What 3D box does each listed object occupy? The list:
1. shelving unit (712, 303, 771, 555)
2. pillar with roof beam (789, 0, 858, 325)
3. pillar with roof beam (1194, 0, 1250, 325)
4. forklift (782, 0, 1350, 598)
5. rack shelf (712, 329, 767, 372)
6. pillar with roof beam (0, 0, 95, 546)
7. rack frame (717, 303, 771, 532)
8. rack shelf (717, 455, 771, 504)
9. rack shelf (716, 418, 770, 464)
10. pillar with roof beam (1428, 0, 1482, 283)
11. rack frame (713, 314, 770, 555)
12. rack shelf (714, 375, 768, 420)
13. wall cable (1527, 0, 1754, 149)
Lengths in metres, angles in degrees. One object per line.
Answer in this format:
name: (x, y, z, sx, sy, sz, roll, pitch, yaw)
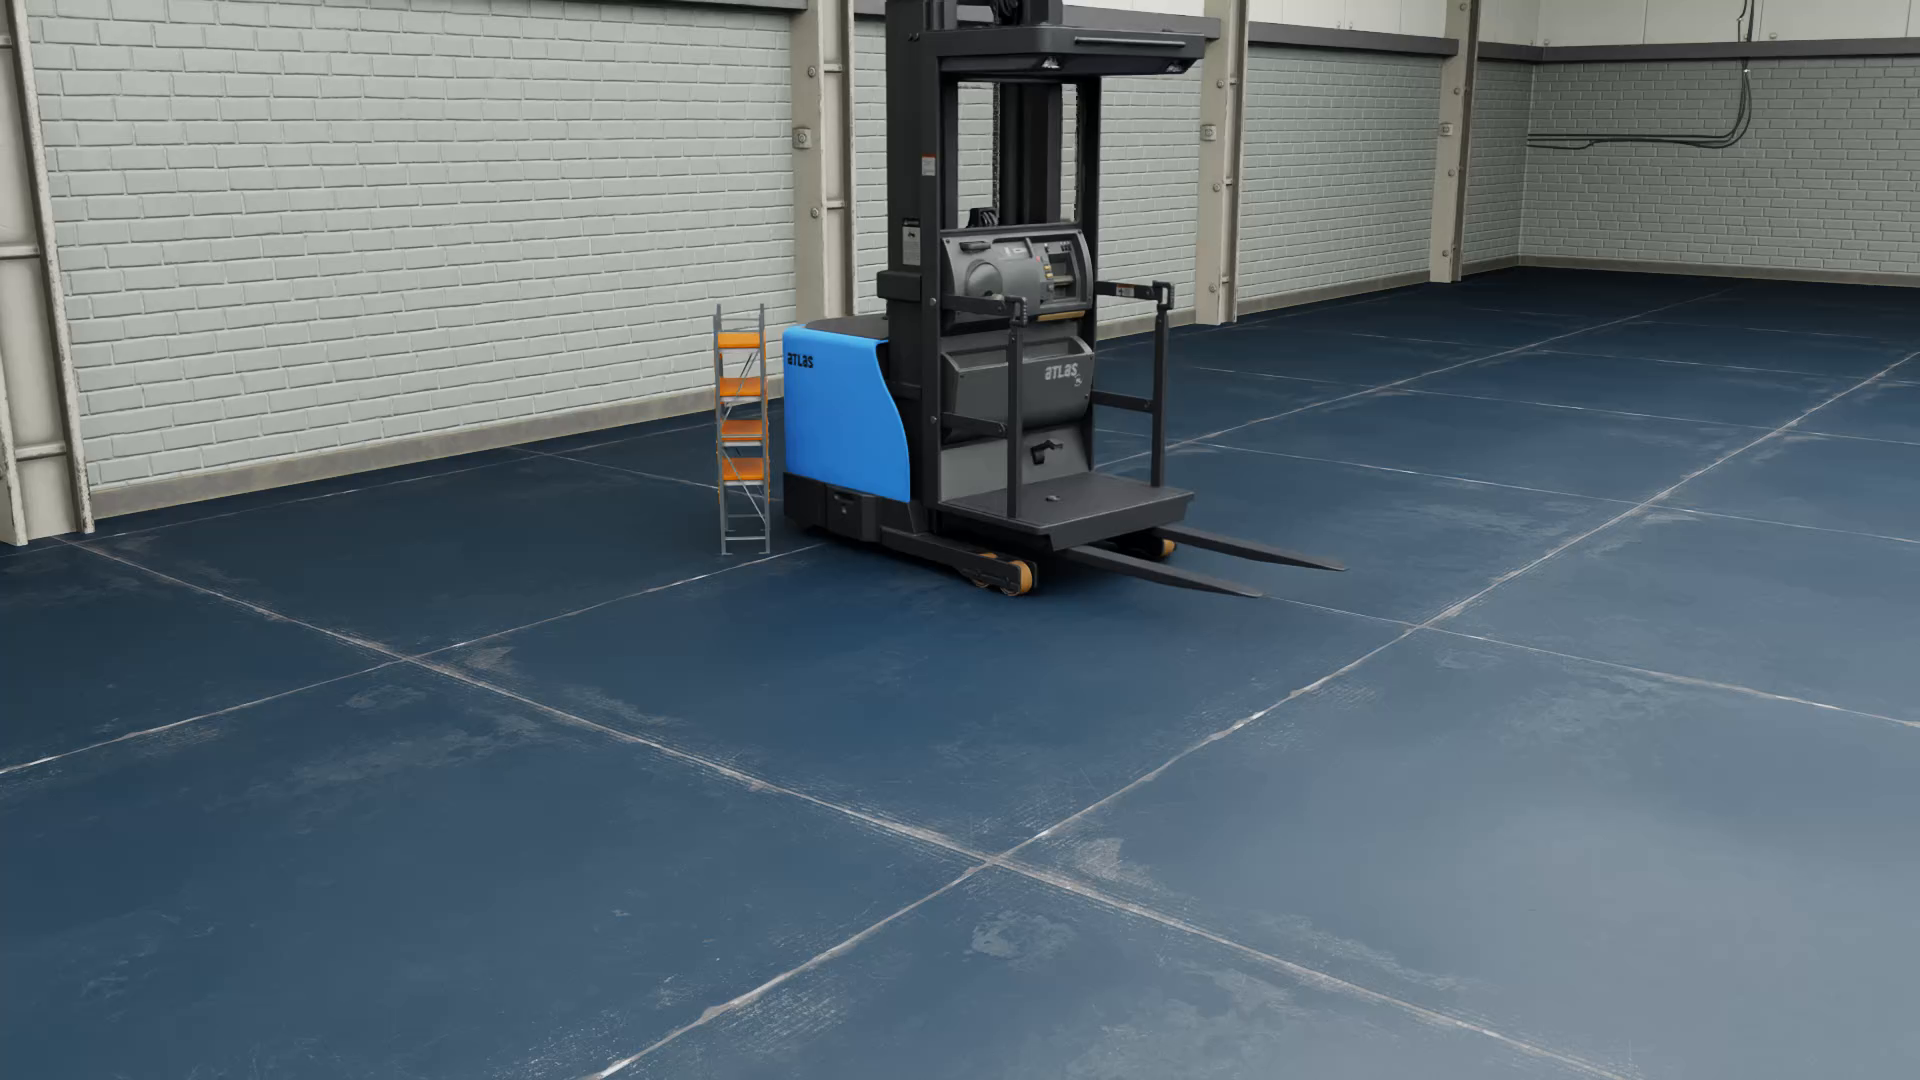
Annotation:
shelving unit: (-1.100, -0.570, 8.429, 0.258, 1.200, 0.503, -1, 14, -6)
pillar with roof beam: (2.303, -4.875, 9.535, 9.100, 9.000, 0.400, 11, 18, 38)
pillar with roof beam: (6.074, -6.024, 14.058, 9.100, 9.000, 0.400, 11, 18, 38)
forklift: (0.430, -1.303, 7.798, 1.130, 2.935, 3.031, -13, 19, -41)
rack shelf: (-1.100, -0.951, 8.333, 0.258, 0.148, 0.480, -1, 14, -6)
pillar with roof beam: (-1.468, -3.726, 5.012, 9.100, 9.000, 0.400, 11, 18, 38)
rack frame: (-1.125, -0.630, 8.665, 0.240, 1.200, 0.015, -1, 14, -6)
rack shelf: (-1.100, -0.312, 8.495, 0.258, 0.148, 0.480, -1, 14, -6)
rack shelf: (-1.100, -0.505, 8.446, 0.258, 0.148, 0.480, -1, 14, -6)
pillar with roof beam: (9.845, -7.173, 18.581, 9.100, 9.000, 0.400, 11, 18, 38)
rack frame: (-1.075, -0.510, 8.194, 0.240, 1.200, 0.015, -1, 14, -6)
rack shelf: (-1.100, -0.721, 8.391, 0.258, 0.148, 0.480, -1, 14, -6)
wall cable: (9.377, -6.694, 23.001, 3.097, 2.526, 0.112, 11, 18, 38)
